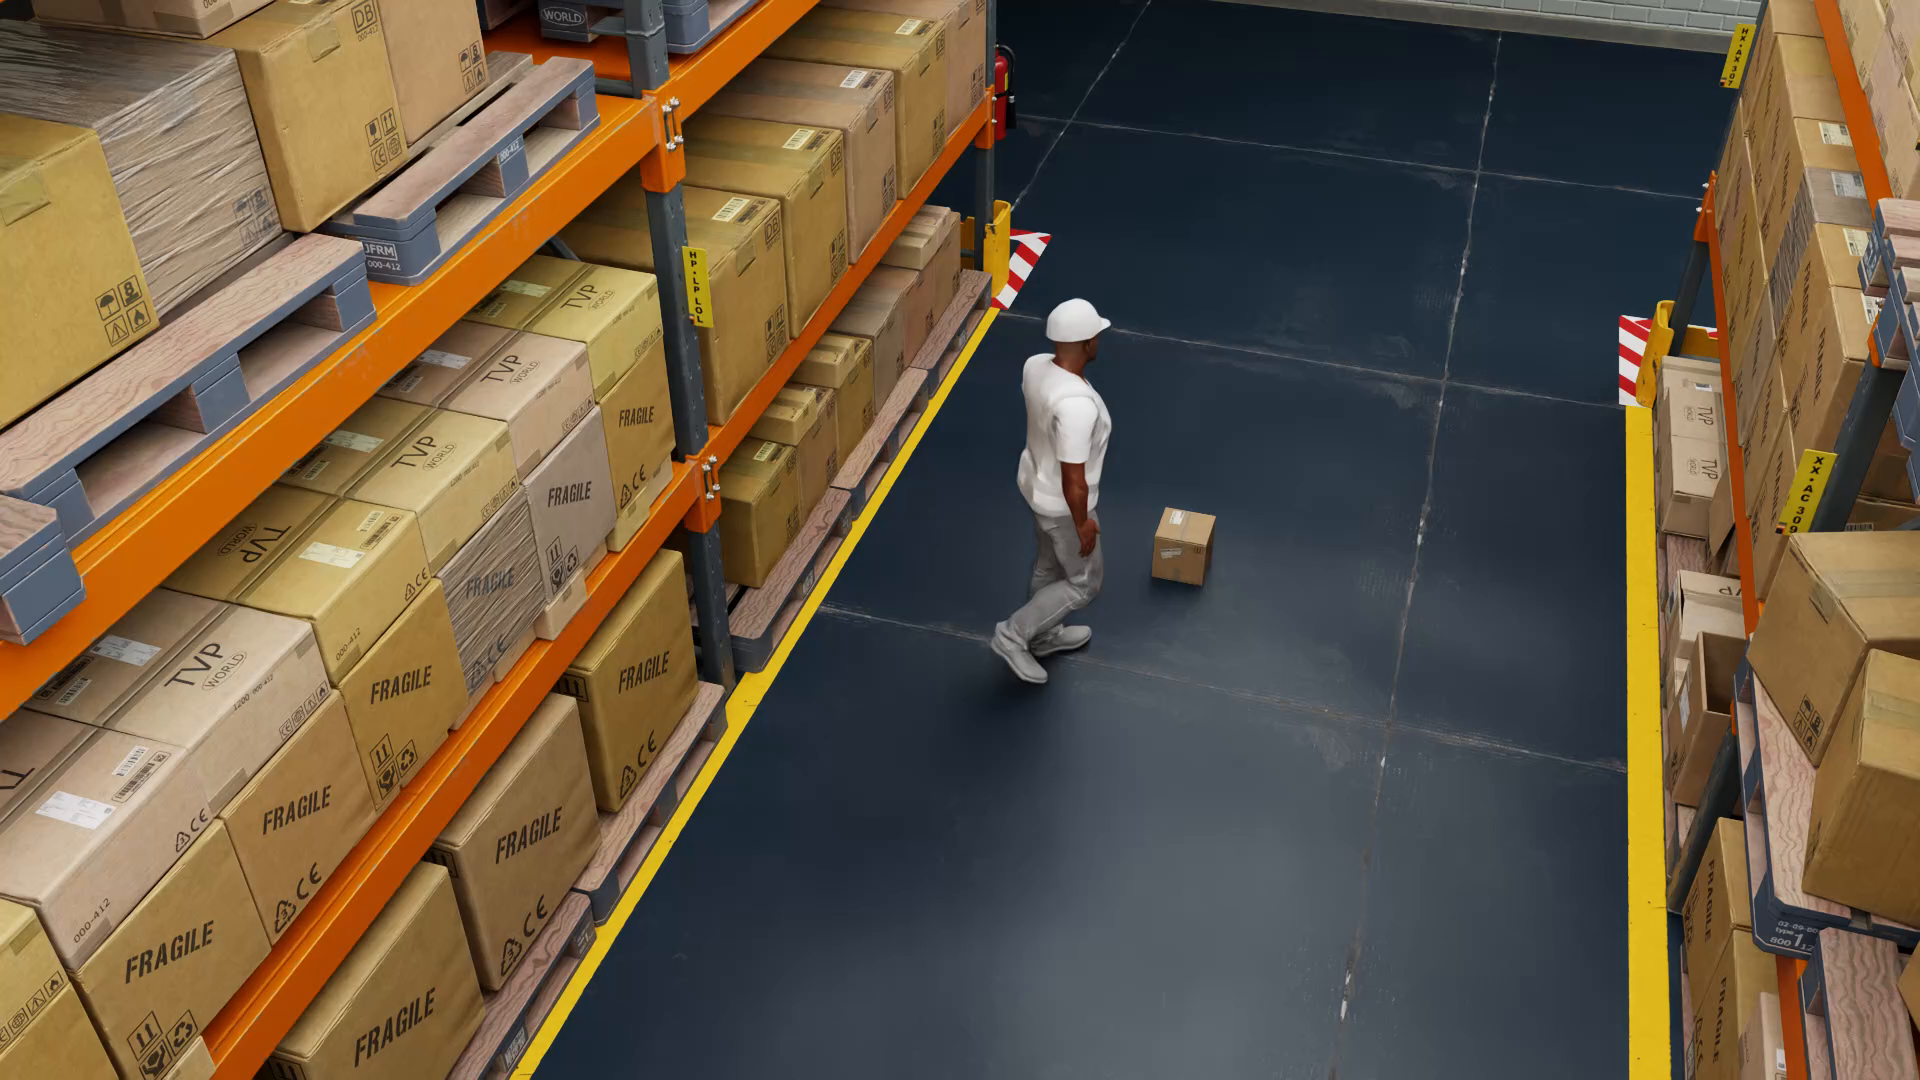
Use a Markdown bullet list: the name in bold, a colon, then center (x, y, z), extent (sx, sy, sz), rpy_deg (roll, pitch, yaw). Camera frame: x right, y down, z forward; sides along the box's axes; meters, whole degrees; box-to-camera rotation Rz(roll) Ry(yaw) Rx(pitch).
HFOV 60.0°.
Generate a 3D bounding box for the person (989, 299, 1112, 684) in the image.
- **person**: center (0.367, -0.186, 7.105), extent (0.553, 1.766, 0.613), rpy_deg (-8, 38, -11)
